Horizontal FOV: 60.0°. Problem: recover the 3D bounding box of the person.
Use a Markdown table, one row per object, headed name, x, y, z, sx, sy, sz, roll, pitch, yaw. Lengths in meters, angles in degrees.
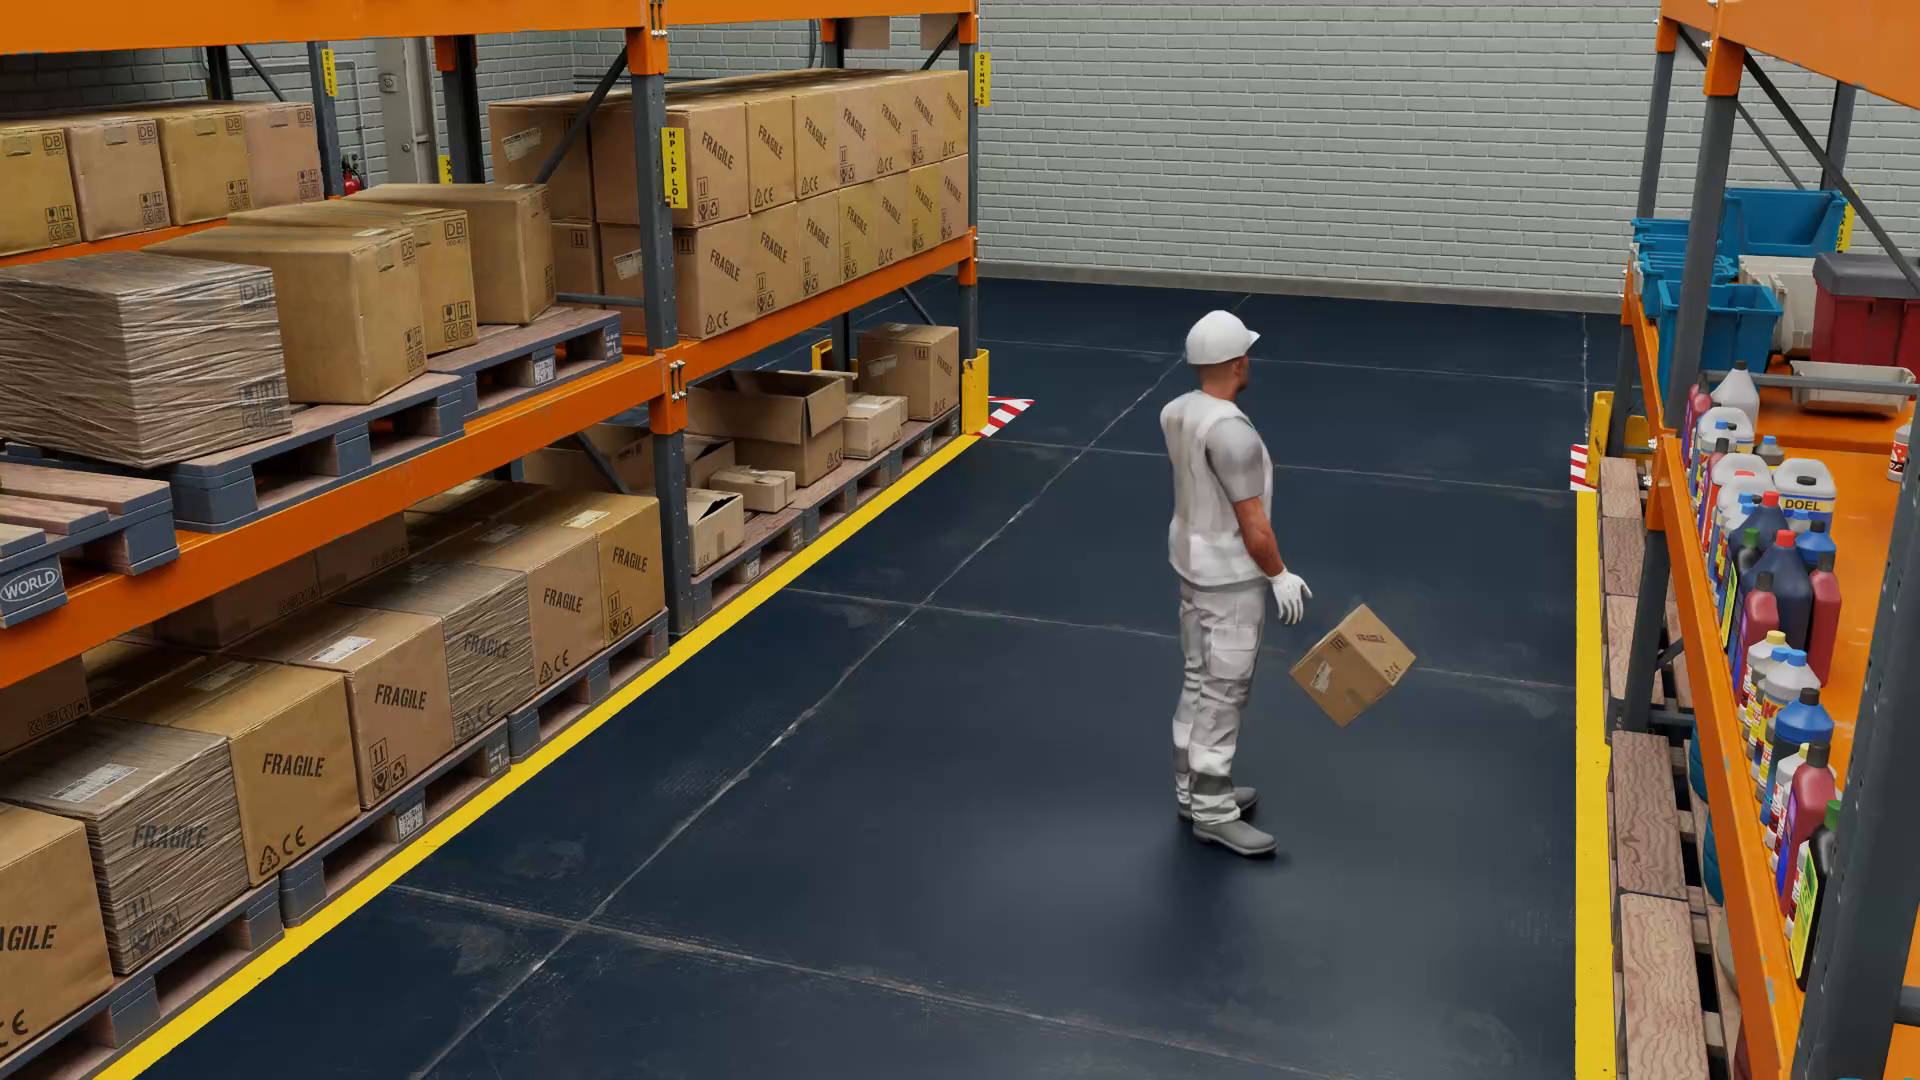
| name | x | y | z | sx | sy | sz | roll | pitch | yaw |
| --- | --- | --- | --- | --- | --- | --- | --- | --- | --- |
| person | 0.916 | 0.128 | 5.588 | 0.423 | 1.794 | 0.600 | -4 | 19 | -11 |
